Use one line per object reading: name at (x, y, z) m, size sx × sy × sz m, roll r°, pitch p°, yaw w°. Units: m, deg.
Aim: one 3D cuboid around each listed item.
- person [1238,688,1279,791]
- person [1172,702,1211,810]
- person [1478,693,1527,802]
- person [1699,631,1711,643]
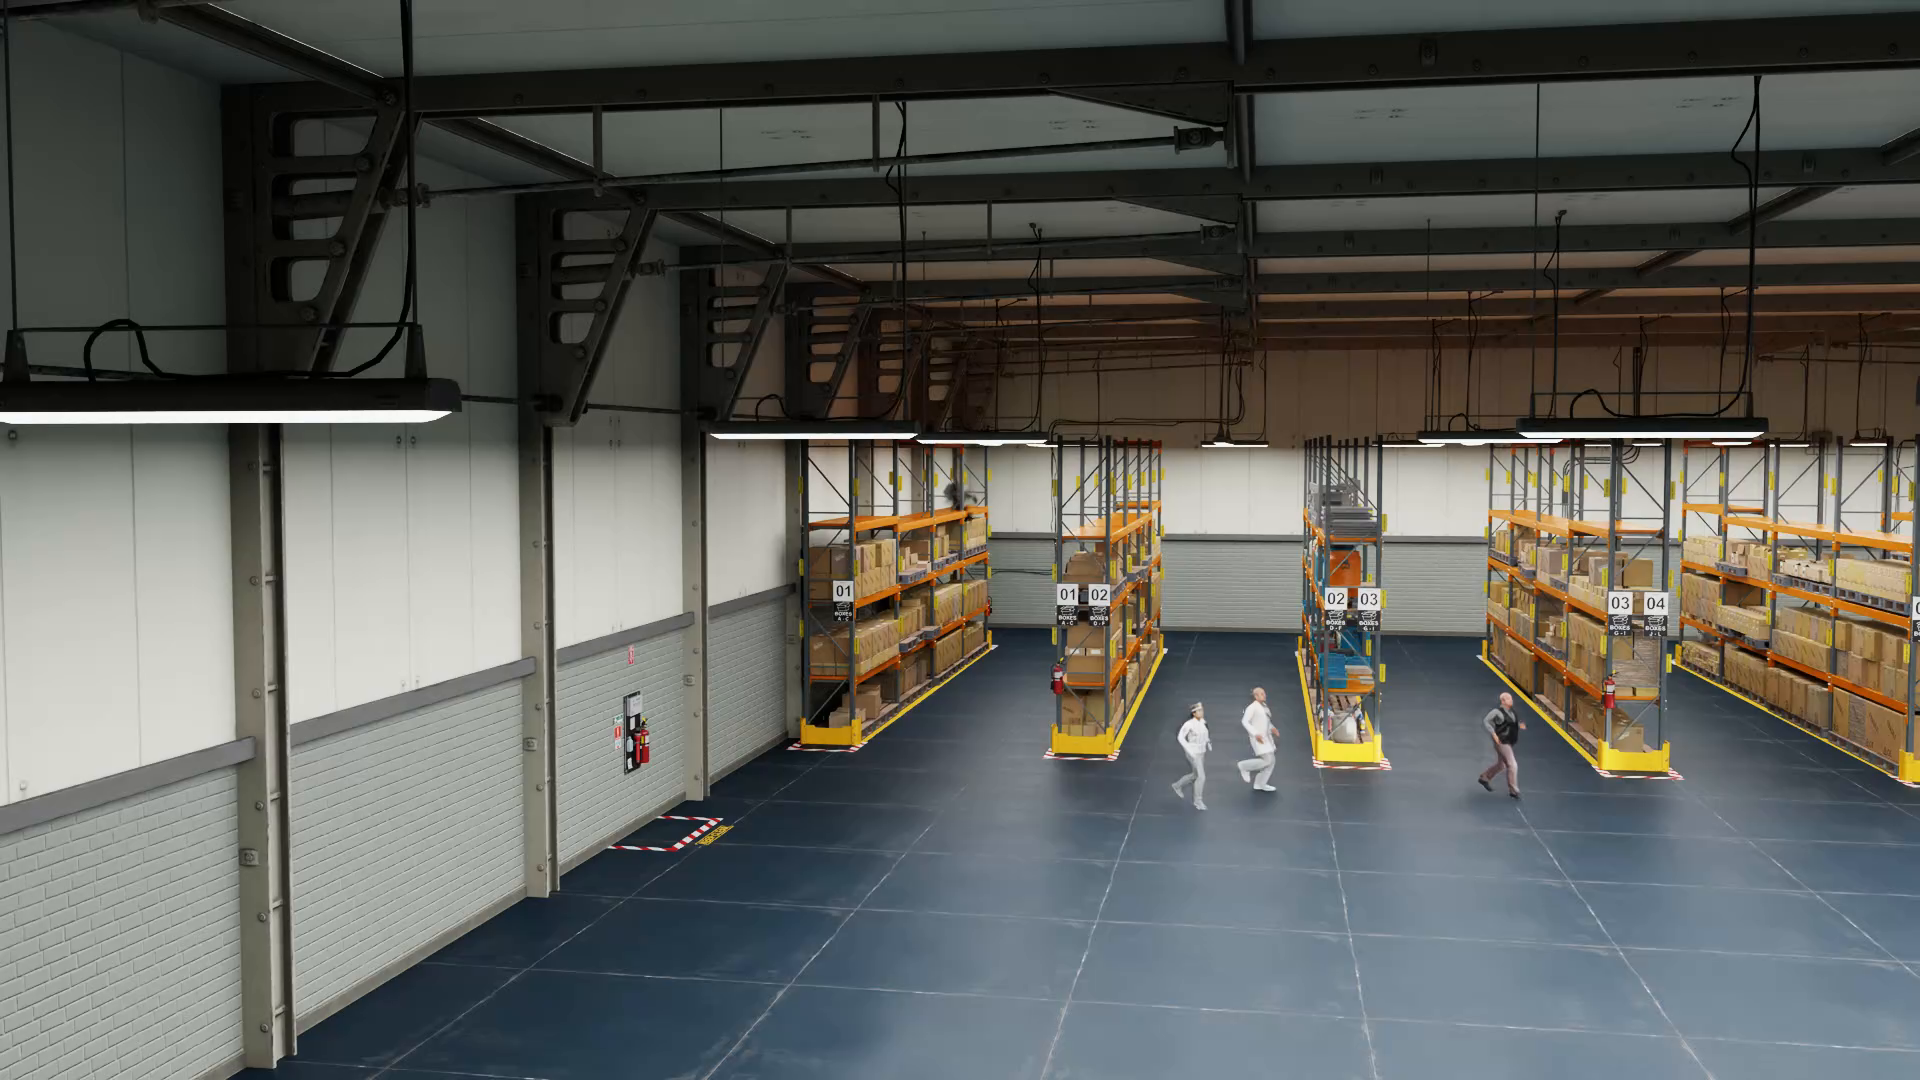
person at (5.029, 3.349, 28.026) m, size 0.631 × 1.726 × 0.726 m, roll 2°, pitch 4°, yaw 35°
person at (3.722, 3.447, 26.725) m, size 0.709 × 1.738 × 0.622 m, roll 3°, pitch 4°, yaw 42°
person at (8.962, 3.376, 27.392) m, size 0.641 × 1.749 × 0.892 m, roll -3°, pitch 4°, yaw -44°
person at (20.477, 2.455, 45.525) m, size 0.661 × 1.653 × 0.633 m, roll 2°, pitch 4°, yaw 33°
